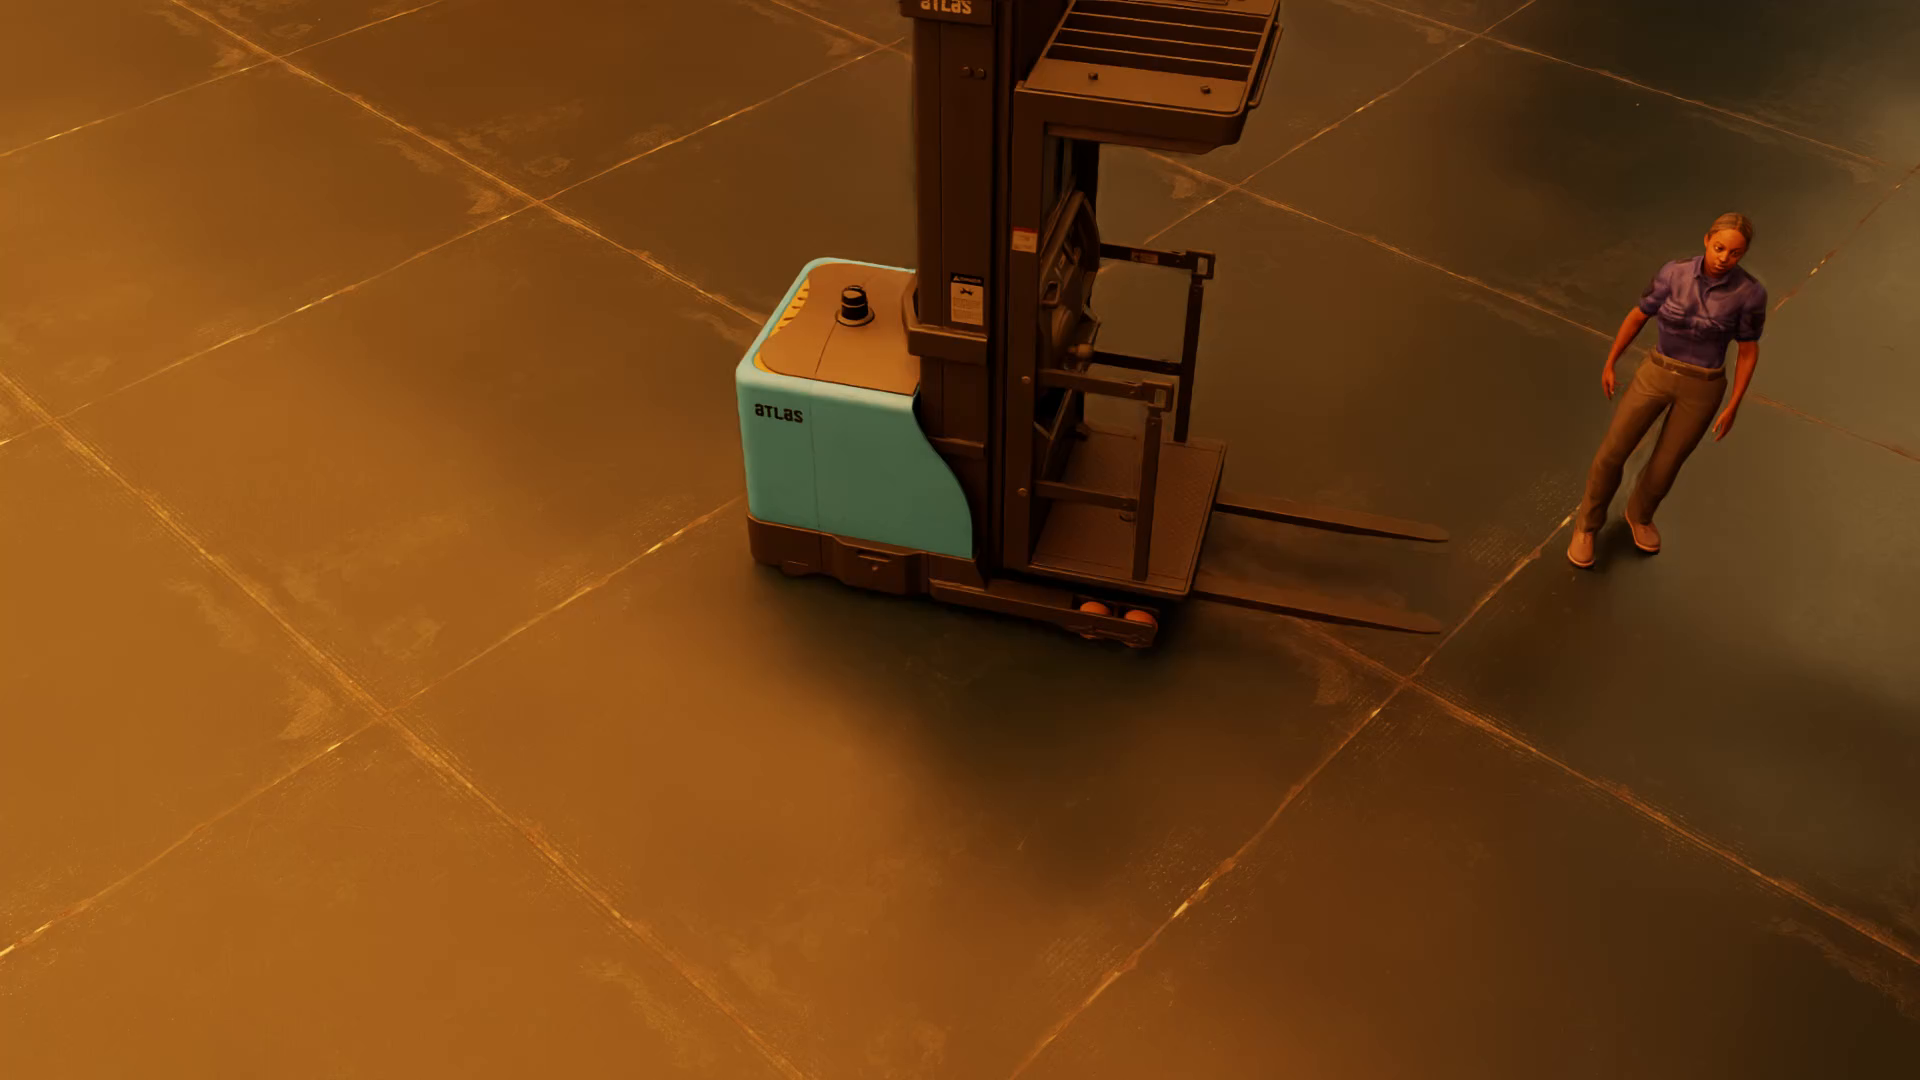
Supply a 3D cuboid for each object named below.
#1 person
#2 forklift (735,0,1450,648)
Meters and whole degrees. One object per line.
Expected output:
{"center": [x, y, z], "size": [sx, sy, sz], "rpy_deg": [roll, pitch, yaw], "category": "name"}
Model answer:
{"center": [3.028, -0.605, 7.146], "size": [0.580, 1.646, 0.575], "rpy_deg": [24, 46, 25], "category": "person"}
{"center": [0.626, -1.034, 6.634], "size": [3.031, 2.935, 1.130], "rpy_deg": [10, 42, 12], "category": "forklift"}
